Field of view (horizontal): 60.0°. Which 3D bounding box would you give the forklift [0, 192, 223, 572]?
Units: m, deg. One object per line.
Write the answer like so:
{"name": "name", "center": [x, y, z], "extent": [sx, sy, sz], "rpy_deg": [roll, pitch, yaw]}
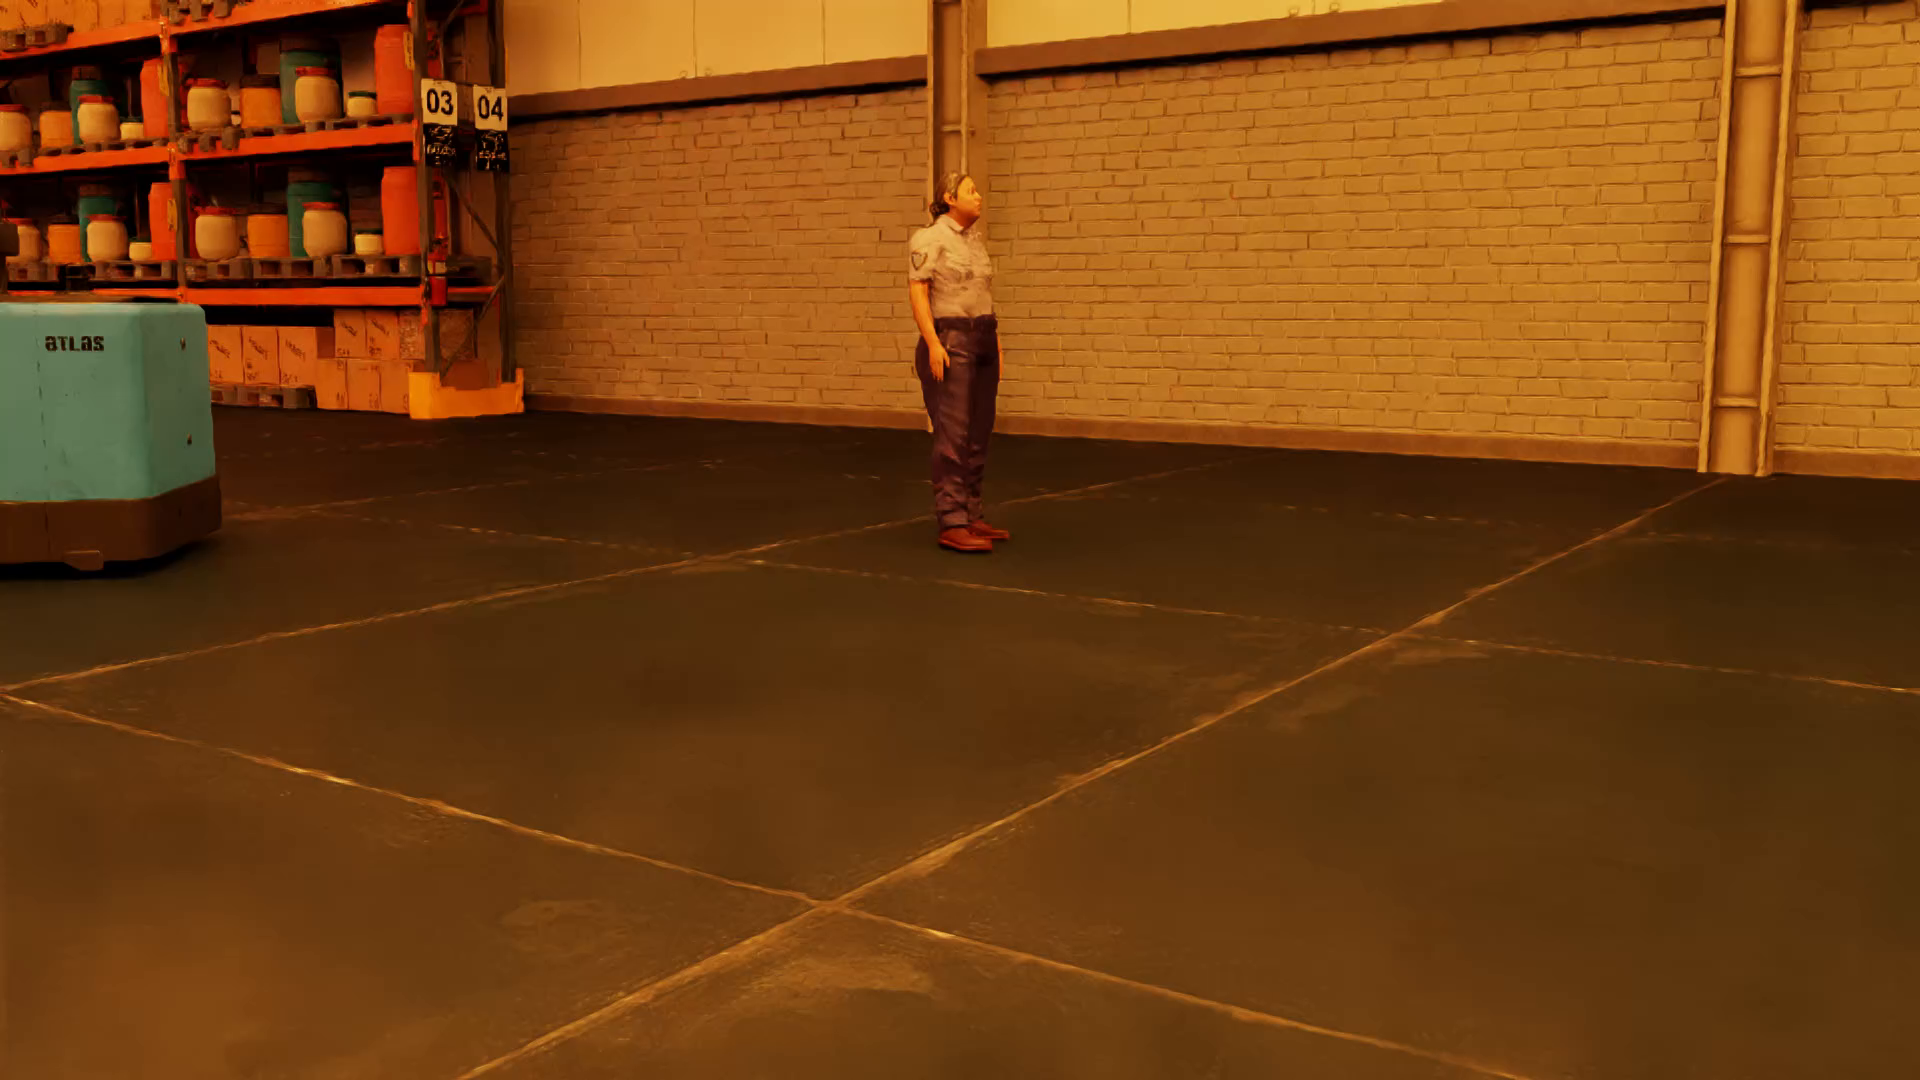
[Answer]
{"name": "forklift", "center": [-4.753, -1.344, 6.643], "extent": [3.031, 2.935, 1.130], "rpy_deg": [-1, 8, -8]}

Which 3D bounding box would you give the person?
{"name": "person", "center": [0.062, -0.813, 7.418], "extent": [0.502, 1.650, 0.599], "rpy_deg": [5, 10, 34]}
